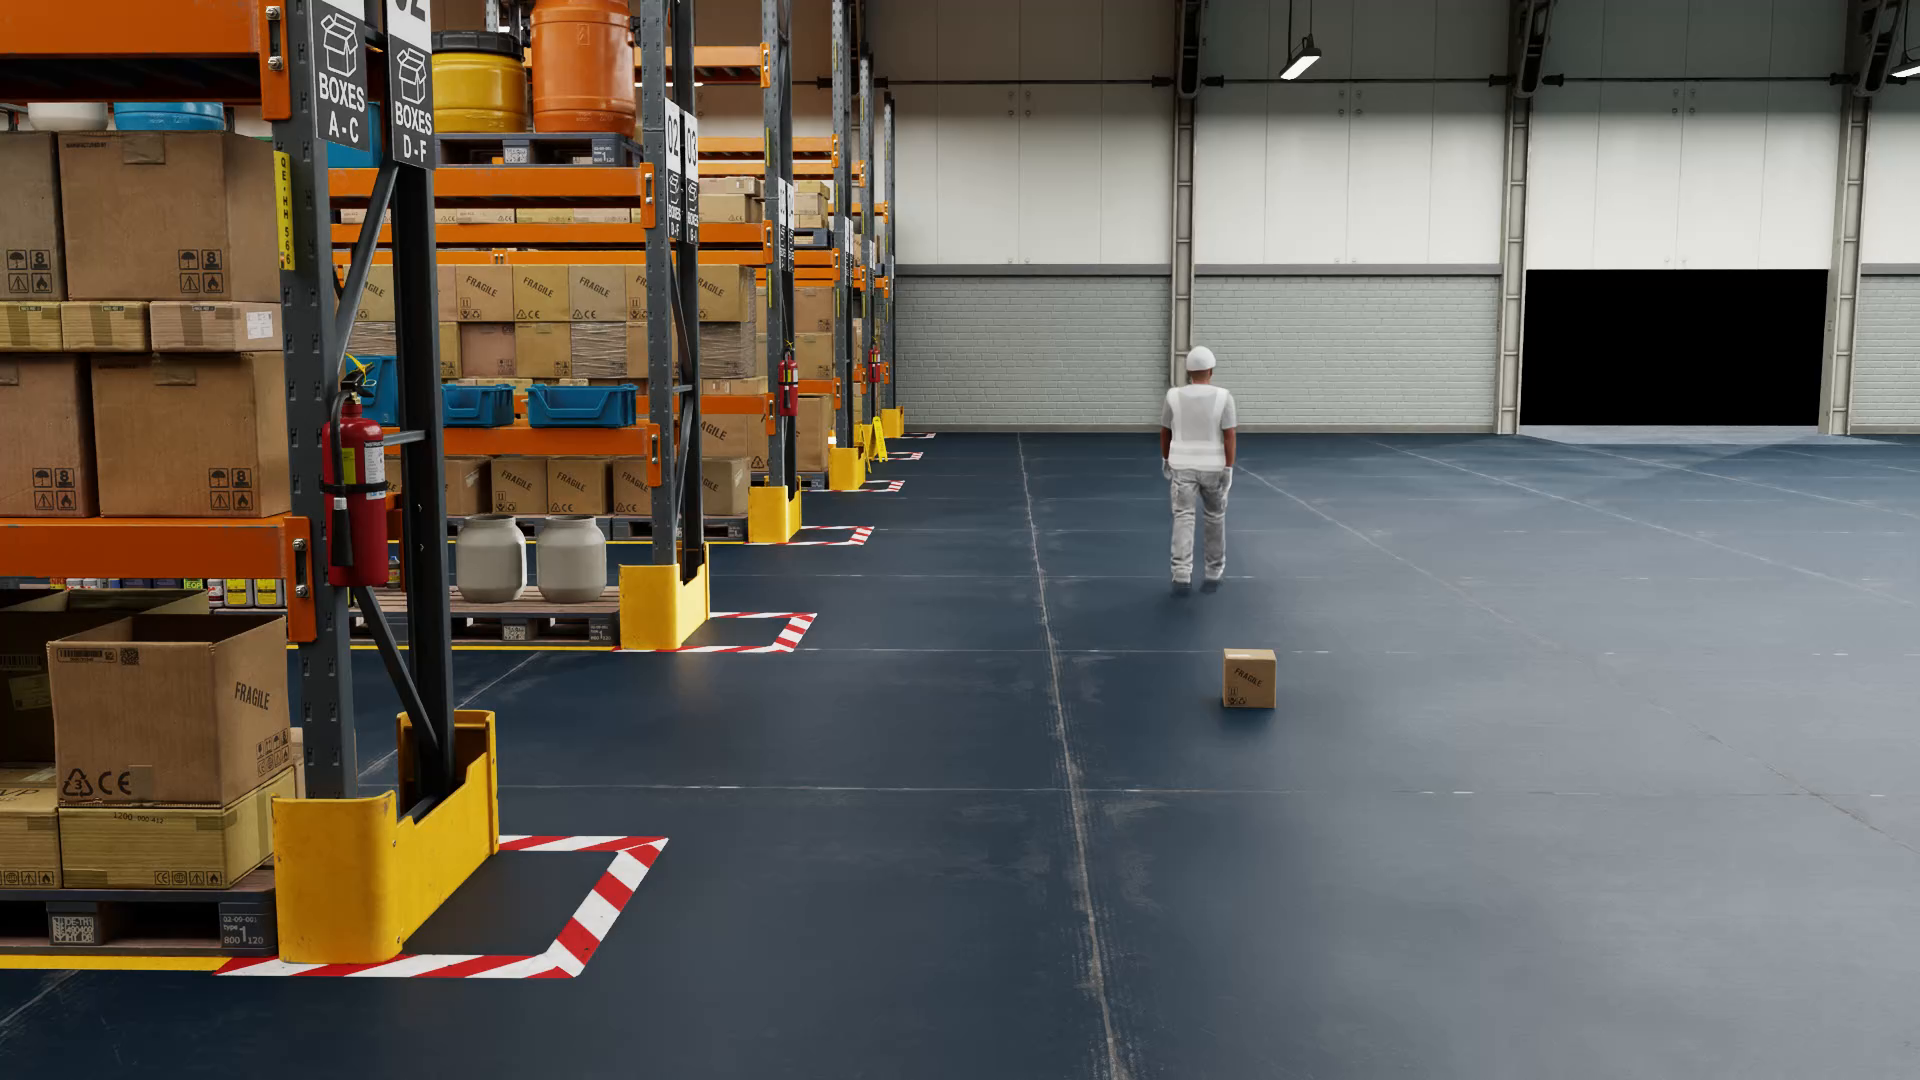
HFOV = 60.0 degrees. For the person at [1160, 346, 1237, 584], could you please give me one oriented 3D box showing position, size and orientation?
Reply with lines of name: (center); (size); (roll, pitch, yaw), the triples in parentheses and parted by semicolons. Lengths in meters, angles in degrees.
person: (1.735, -0.538, 12.131); (0.552, 1.743, 1.028); (1, 7, 10)
